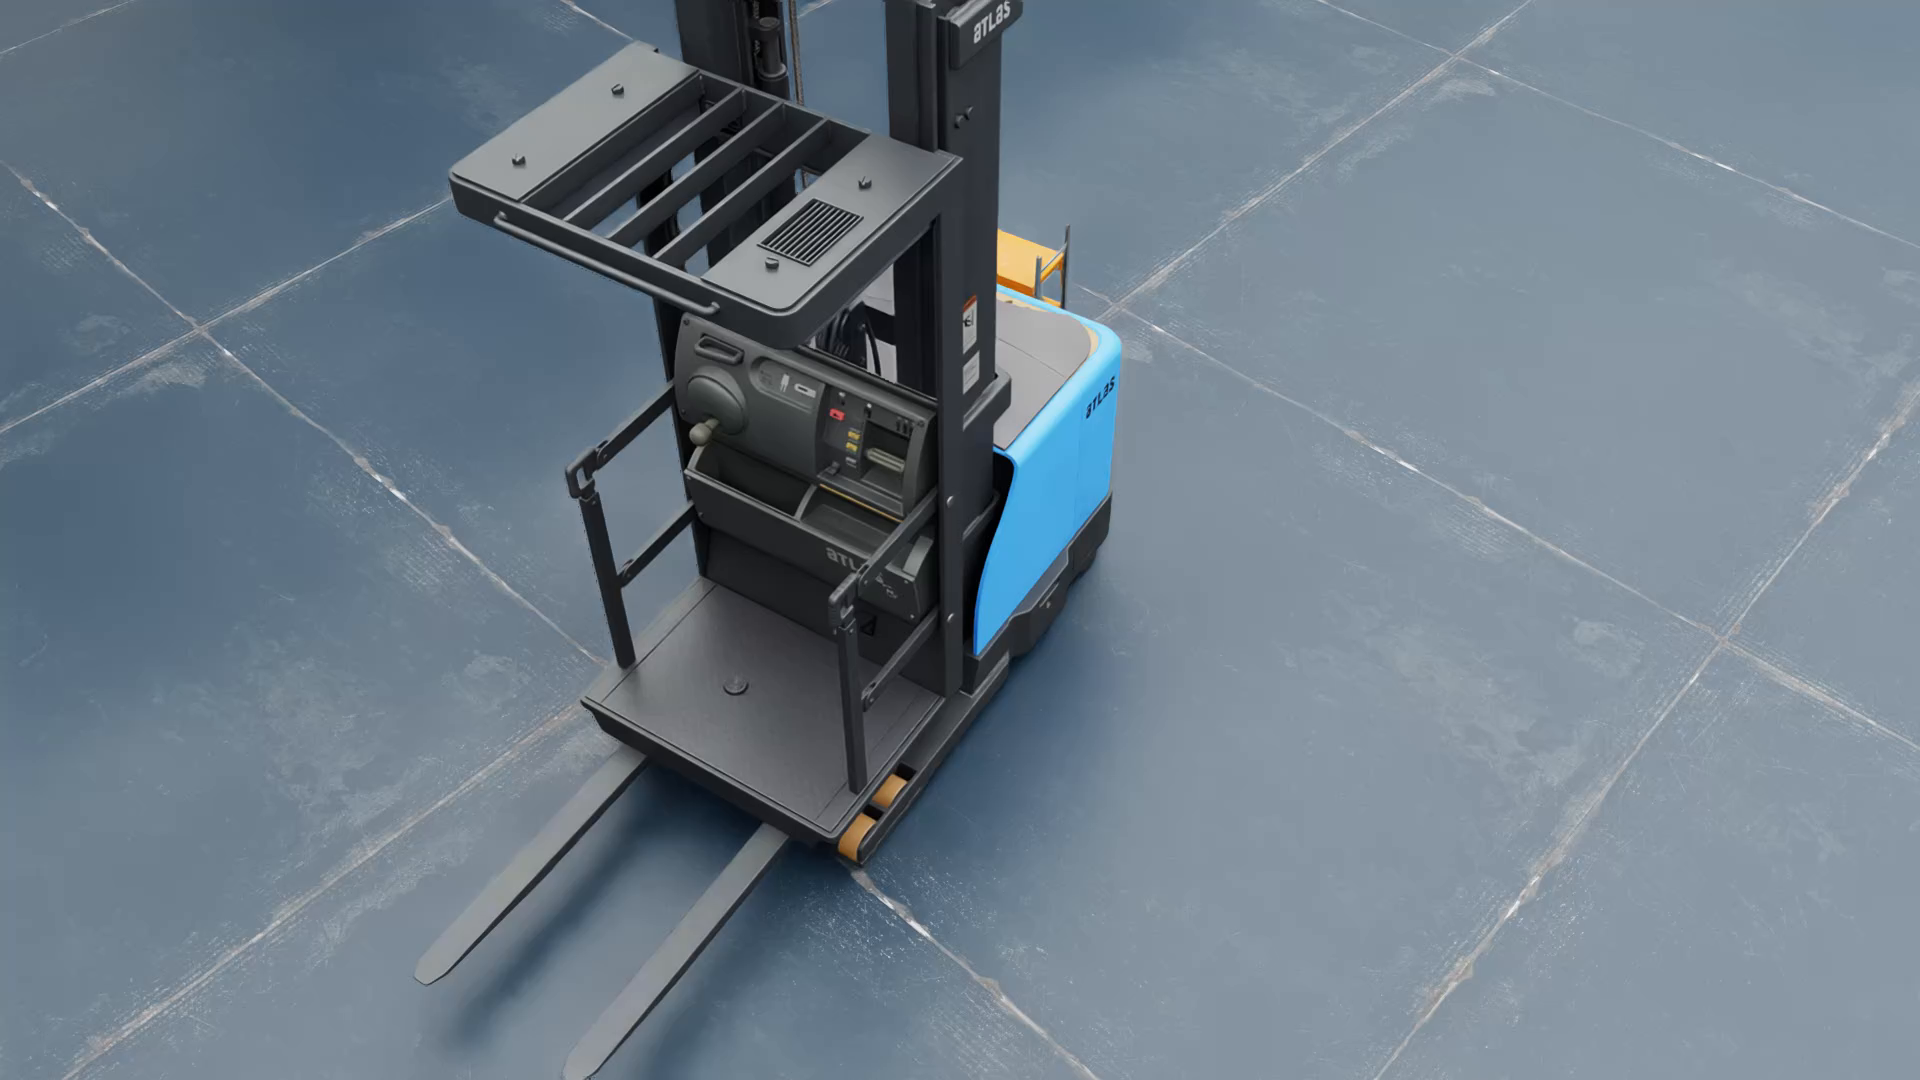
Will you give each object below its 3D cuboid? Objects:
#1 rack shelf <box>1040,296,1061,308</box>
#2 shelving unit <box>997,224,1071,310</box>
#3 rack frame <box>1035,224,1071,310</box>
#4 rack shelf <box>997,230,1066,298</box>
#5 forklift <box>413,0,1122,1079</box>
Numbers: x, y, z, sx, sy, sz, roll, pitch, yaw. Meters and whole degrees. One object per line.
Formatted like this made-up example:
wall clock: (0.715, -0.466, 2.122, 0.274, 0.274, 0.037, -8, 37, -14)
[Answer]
rack shelf: (0.139, -0.895, 6.553, 0.480, 0.148, 0.258, 24, 51, 21)
shelving unit: (0.139, -0.788, 6.667, 0.503, 1.200, 0.258, 24, 51, 21)
rack frame: (0.347, -0.694, 6.579, 0.015, 1.200, 0.240, 24, 51, 21)
rack shelf: (0.139, -1.057, 6.380, 0.480, 0.148, 0.258, 24, 51, 21)
forklift: (-0.613, -0.296, 5.018, 1.130, 2.935, 3.031, 25, 52, 21)
